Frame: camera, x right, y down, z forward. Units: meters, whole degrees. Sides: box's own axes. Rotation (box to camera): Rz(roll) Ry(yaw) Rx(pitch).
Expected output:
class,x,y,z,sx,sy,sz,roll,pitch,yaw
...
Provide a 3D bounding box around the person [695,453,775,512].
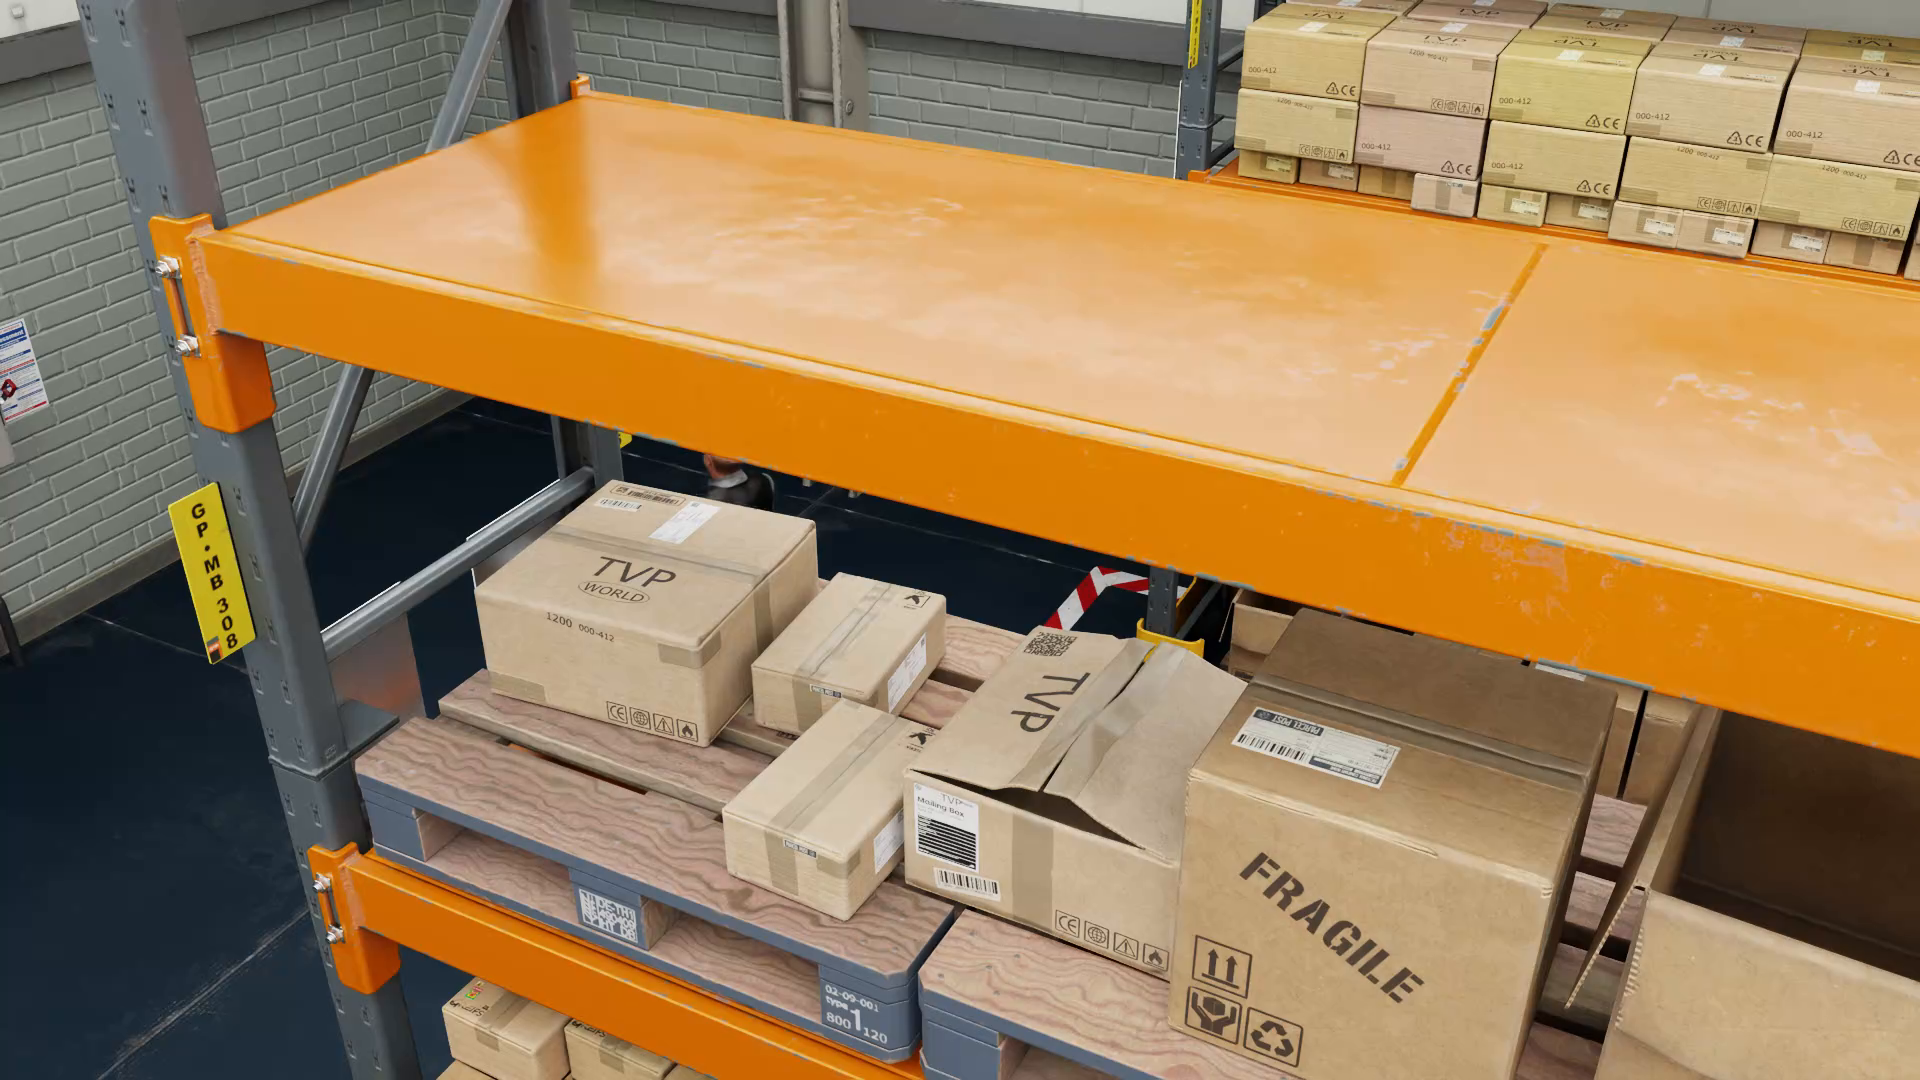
class,x,y,z,sx,sy,sz,roll,pitch,yaw
person,-1.060,0.263,7.861,0.509,1.721,0.548,22,37,34
